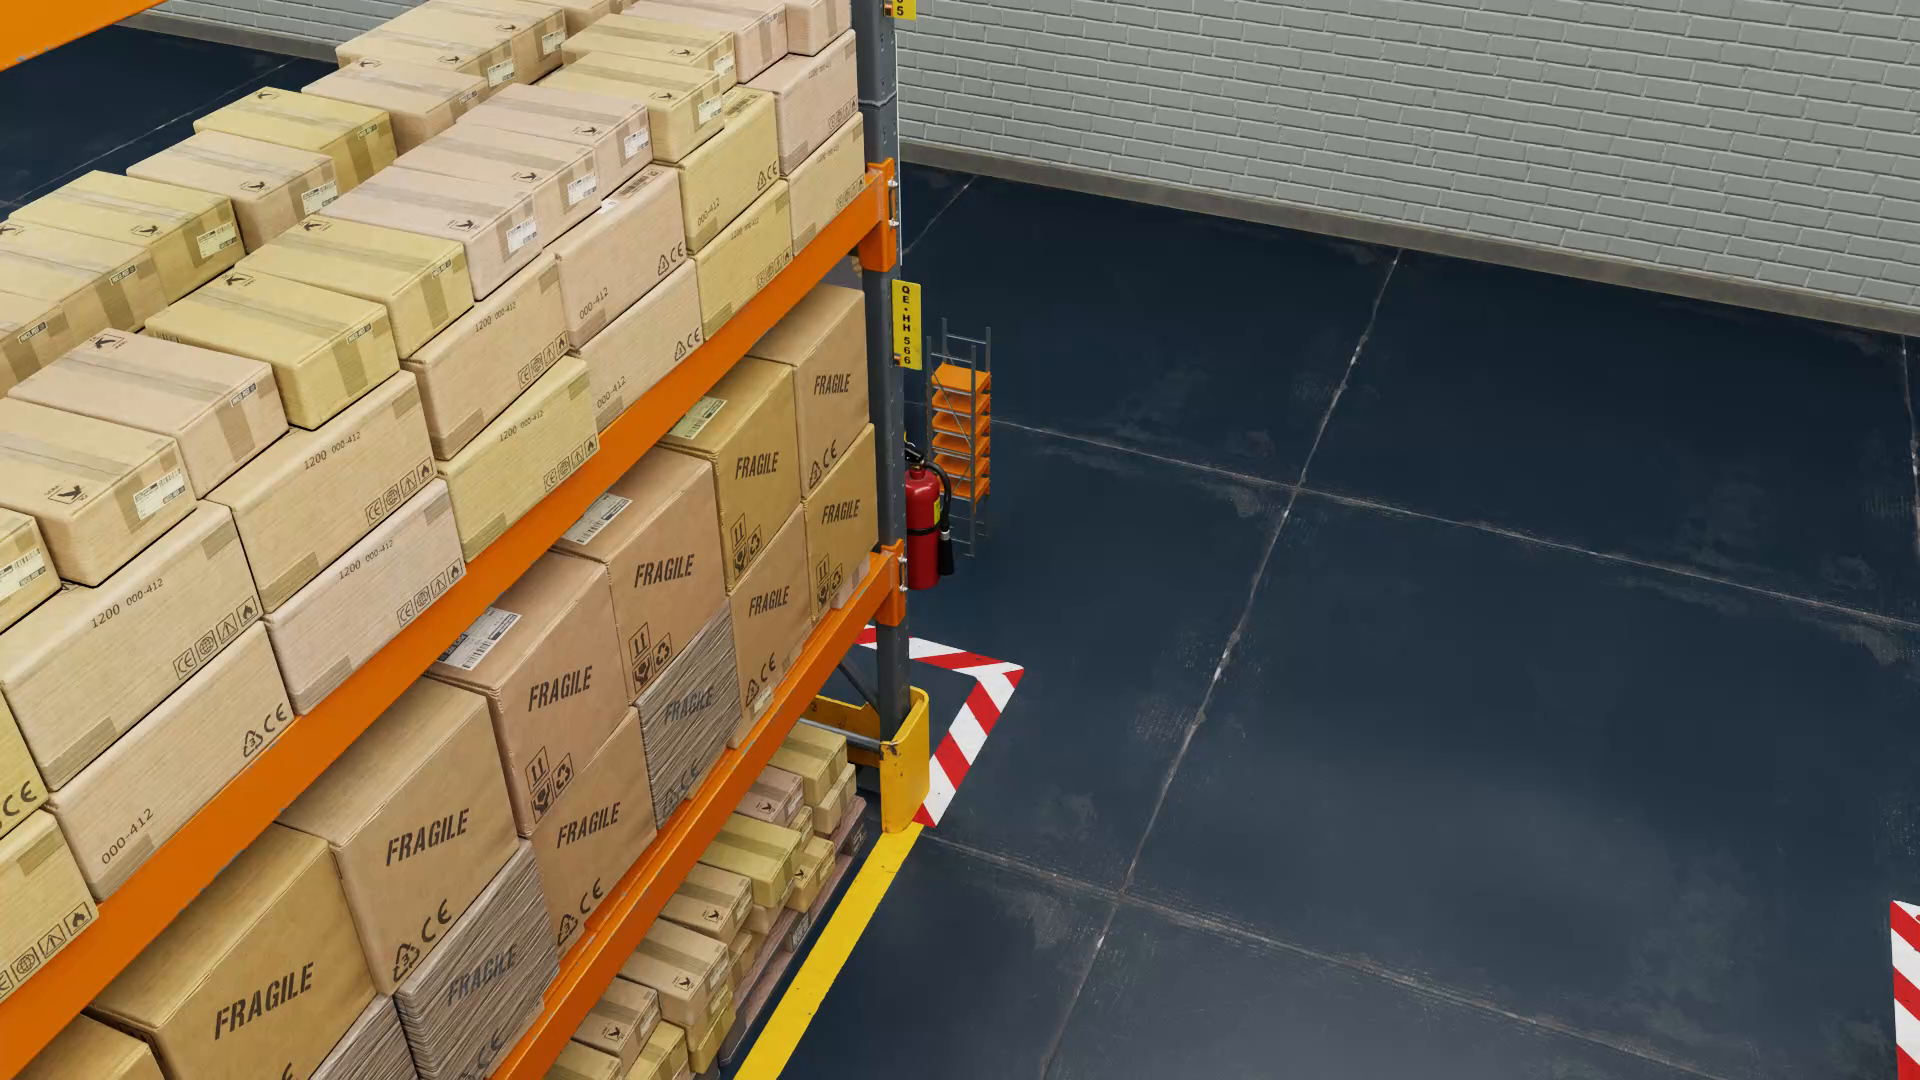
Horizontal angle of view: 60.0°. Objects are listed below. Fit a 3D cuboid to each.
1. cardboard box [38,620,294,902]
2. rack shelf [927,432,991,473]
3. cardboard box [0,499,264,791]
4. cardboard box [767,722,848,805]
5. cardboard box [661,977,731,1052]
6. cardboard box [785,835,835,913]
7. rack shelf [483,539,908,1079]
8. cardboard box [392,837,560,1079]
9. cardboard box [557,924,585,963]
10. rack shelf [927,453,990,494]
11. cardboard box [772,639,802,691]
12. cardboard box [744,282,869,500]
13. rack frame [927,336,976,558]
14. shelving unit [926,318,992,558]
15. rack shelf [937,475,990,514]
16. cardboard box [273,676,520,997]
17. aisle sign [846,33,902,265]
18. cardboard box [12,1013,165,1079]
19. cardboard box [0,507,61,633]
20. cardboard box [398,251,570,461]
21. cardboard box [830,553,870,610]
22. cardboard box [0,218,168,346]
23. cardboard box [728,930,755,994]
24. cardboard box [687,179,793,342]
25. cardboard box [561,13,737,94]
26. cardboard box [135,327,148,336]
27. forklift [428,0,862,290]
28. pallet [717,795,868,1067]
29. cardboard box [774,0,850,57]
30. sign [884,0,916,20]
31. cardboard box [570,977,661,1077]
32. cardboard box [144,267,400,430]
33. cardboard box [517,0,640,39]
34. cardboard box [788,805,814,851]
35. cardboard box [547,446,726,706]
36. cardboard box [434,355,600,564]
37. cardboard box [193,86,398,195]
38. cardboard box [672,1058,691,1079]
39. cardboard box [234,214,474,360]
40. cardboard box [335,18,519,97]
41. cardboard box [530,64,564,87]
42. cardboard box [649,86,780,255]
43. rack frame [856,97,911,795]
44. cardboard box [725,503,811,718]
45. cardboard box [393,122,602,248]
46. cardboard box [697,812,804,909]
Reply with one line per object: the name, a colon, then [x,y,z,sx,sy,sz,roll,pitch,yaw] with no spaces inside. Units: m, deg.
cardboard box: [-1.603,0.331,3.023,0.500,0.250,0.500,13,39,17]
rack shelf: [-0.005,-0.437,8.008,0.258,0.103,0.180,14,39,18]
cardboard box: [-1.606,0.120,2.888,0.500,0.250,0.500,14,39,18]
cardboard box: [-0.650,0.820,6.283,0.380,0.149,0.250,14,39,18]
cardboard box: [-1.001,1.523,5.590,0.380,0.149,0.250,14,39,18]
cardboard box: [-0.695,1.212,6.256,0.380,0.149,0.250,15,39,19]
rack shelf: [-1.444,1.129,4.937,1.077,0.370,4.000,14,39,18]
cardboard box: [-1.377,1.026,4.142,0.500,0.500,0.500,13,39,17]
cardboard box: [-1.280,1.067,4.628,0.380,0.149,0.250,15,39,19]
rack shelf: [-0.005,-0.341,8.080,0.258,0.103,0.180,14,39,18]
cardboard box: [-0.757,0.350,5.587,0.380,0.149,0.250,13,39,17]
cardboard box: [-0.627,-0.516,5.369,0.500,0.500,0.500,13,39,17]
rack frame: [-0.040,-0.422,7.914,0.240,1.200,0.006,14,39,18]
shelving unit: [-0.005,-0.473,7.982,0.258,1.200,0.189,14,39,18]
rack shelf: [-0.005,-0.245,8.152,0.258,0.103,0.180,14,39,18]
cardboard box: [-1.405,0.632,3.834,0.500,0.500,0.500,14,39,18]
aisle sign: [-0.378,-1.280,5.387,0.394,0.787,0.004,14,39,18]
cardboard box: [-1.808,1.194,3.081,0.500,0.500,0.500,15,39,19]
cardboard box: [-1.693,0.046,2.654,0.380,0.149,0.250,13,39,17]
cardboard box: [-1.217,-0.452,3.653,0.500,0.250,0.500,12,38,16]
cardboard box: [-0.546,0.079,5.950,0.380,0.149,0.250,14,39,18]
cardboard box: [-1.871,-0.511,3.398,0.380,0.149,0.250,14,39,17]
cardboard box: [-0.957,1.478,5.899,0.380,0.149,0.250,14,39,18]
cardboard box: [-0.799,-0.812,4.552,0.500,0.250,0.500,14,39,18]
cardboard box: [-0.819,-1.260,4.401,0.380,0.149,0.250,13,39,16]
cardboard box: [-1.862,-0.282,3.426,0.500,0.250,0.500,15,39,20]
forklift: [-1.889,-1.573,8.008,3.031,2.935,1.130,-5,37,-7]
pallet: [-1.054,1.334,6.390,1.003,0.211,1.213,14,39,18]
cardboard box: [-0.538,-1.517,4.745,0.380,0.149,0.250,14,39,17]
sign: [-0.178,-1.685,4.856,0.100,0.325,0.005,14,39,18]
cardboard box: [-1.191,1.529,5.334,0.380,0.149,0.250,13,39,16]
cardboard box: [-1.326,-0.376,3.218,0.380,0.149,0.250,16,40,20]
cardboard box: [-1.131,-1.503,4.727,0.380,0.149,0.250,15,39,20]
cardboard box: [-0.770,1.078,6.186,0.380,0.149,0.250,13,39,17]
cardboard box: [-1.010,0.054,4.606,0.500,0.500,0.500,16,40,20]
cardboard box: [-1.184,-0.241,3.789,0.500,0.250,0.500,16,40,20]
cardboard box: [-1.583,-0.944,3.978,0.380,0.149,0.250,15,39,19]
cardboard box: [-1.119,1.780,5.495,0.380,0.149,0.250,15,39,19]
cardboard box: [-1.239,-0.524,3.416,0.380,0.149,0.250,13,39,16]
cardboard box: [-1.395,-1.235,4.368,0.380,0.149,0.250,14,39,18]
cardboard box: [-1.288,-1.135,4.567,0.500,0.250,0.500,13,39,17]
cardboard box: [-0.817,-1.012,4.402,0.500,0.250,0.500,13,39,17]
rack frame: [-0.683,-0.266,6.203,1.000,3.000,0.127,14,39,18]
cardboard box: [-0.817,0.166,5.292,0.500,0.500,0.500,13,39,17]
cardboard box: [-1.055,-0.815,3.806,0.380,0.149,0.250,15,39,19]
cardboard box: [-0.780,1.118,5.884,0.380,0.149,0.250,13,39,17]
